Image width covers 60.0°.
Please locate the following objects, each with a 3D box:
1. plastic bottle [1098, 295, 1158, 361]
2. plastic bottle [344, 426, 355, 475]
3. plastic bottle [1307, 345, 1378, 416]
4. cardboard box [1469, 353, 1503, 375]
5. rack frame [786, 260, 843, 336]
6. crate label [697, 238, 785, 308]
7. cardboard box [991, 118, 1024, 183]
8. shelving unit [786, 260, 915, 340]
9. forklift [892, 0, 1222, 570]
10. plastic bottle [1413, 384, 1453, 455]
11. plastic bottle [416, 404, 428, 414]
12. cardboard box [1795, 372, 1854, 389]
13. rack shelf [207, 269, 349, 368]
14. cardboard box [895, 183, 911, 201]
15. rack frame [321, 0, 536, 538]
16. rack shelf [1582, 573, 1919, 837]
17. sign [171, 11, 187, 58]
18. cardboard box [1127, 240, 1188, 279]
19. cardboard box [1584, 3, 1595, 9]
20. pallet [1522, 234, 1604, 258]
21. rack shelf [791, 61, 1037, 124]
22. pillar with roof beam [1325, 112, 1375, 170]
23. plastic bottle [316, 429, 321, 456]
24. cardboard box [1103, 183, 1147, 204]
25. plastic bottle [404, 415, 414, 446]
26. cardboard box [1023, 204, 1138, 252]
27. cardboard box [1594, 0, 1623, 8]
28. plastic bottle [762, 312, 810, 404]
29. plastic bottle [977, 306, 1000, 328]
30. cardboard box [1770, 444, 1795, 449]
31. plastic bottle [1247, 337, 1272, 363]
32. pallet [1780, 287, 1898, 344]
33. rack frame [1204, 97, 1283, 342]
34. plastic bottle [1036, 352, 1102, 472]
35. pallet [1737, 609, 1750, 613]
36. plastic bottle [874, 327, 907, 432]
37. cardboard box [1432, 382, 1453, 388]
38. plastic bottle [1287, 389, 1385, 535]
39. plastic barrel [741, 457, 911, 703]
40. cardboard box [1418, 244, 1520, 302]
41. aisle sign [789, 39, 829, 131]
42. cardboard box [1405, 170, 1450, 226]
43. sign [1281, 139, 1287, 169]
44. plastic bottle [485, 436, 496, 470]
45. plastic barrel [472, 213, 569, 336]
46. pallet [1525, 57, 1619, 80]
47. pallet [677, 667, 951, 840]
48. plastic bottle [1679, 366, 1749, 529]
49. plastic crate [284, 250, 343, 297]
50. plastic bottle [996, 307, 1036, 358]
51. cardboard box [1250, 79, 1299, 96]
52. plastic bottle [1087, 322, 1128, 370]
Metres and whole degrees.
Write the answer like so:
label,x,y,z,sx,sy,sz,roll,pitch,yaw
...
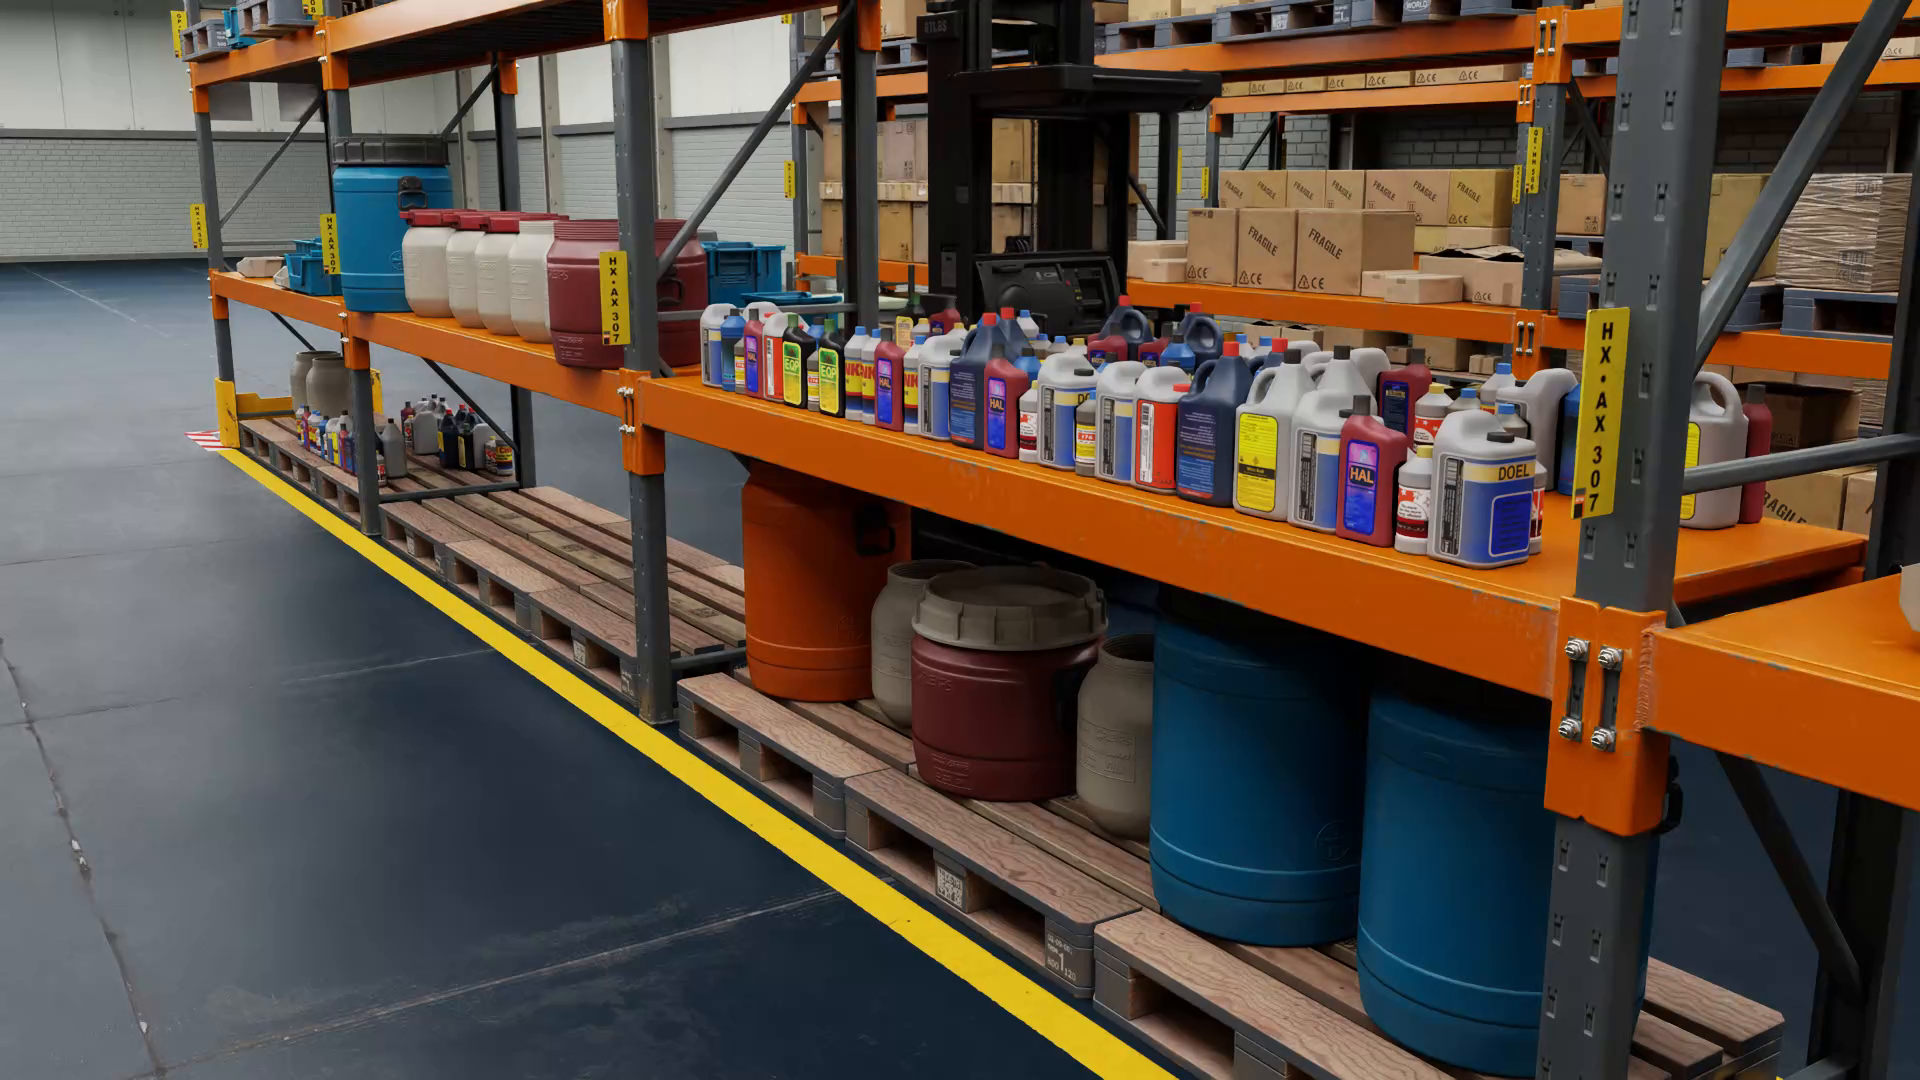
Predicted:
label,x,y,z,sx,sy,sz,roll,pitch,yaw
plastic bottle,0.506,-0.555,4.995,0.144,0.351,0.185,-8,15,-33
plastic bottle,-3.679,-0.584,10.182,0.144,0.351,0.185,-9,15,-36
plastic bottle,0.795,-0.244,3.570,0.144,0.351,0.185,-8,15,-33
cardboard box,4.950,-1.644,15.459,0.380,0.166,0.250,-11,16,-40
rack frame,-0.880,-0.958,10.232,0.400,1.500,0.023,-10,16,-38
crate label,-1.085,-1.063,7.120,0.502,0.435,0.616,-8,15,-33
cardboard box,0.618,-2.985,12.719,0.700,0.500,0.500,-8,15,-33
shelving unit,-0.652,-0.897,9.952,0.431,1.500,0.755,-10,16,-38
forklift,0.594,-1.286,8.380,1.130,2.935,3.031,-10,16,-38
plastic bottle,1.165,-0.280,4.085,0.097,0.201,0.097,0,12,0
plastic bottle,-3.616,-0.797,11.330,0.152,0.276,0.135,-9,15,-34
cardboard box,6.857,-1.231,12.791,0.700,0.500,0.500,-8,15,-33
rack shelf,-4.084,-1.553,11.126,1.077,0.370,4.000,-8,15,-33
cardboard box,-0.313,-2.887,13.791,0.380,0.149,0.250,-8,15,-33
rack frame,-2.976,-1.549,9.422,1.000,3.000,0.127,-8,15,-33
rack shelf,2.565,0.581,1.366,1.077,0.370,4.000,-8,15,-33
sign,-5.653,-3.665,12.060,0.100,0.325,0.005,-8,15,-33
cardboard box,1.459,-1.979,11.739,0.500,0.250,0.500,-7,14,-29
cardboard box,5.508,-4.334,13.920,0.500,0.500,0.500,-6,14,-25
pallet,5.574,-2.474,14.105,1.003,0.211,1.213,-8,15,-33
rack shelf,0.042,-3.604,13.483,1.077,0.370,4.000,-8,15,-33
pillar with roof beam,0.579,-5.832,14.965,9.100,9.000,0.400,-8,15,-33
plastic bottle,-4.147,-0.652,10.843,0.097,0.201,0.097,0,12,0
cardboard box,1.162,-2.571,12.344,0.380,0.149,0.250,-8,15,-33
plastic bottle,-3.709,-0.742,11.256,0.097,0.201,0.097,0,12,0
cardboard box,0.899,-2.261,12.447,0.700,0.500,0.500,-9,15,-34
cardboard box,3.636,-2.864,8.179,0.910,0.500,0.500,-8,15,-33
plastic bottle,-0.533,-0.579,5.279,0.152,0.276,0.135,-8,15,-33
plastic bottle,0.104,-0.655,5.635,0.097,0.271,0.097,0,12,0
cardboard box,4.079,-0.278,8.434,0.500,0.500,0.500,-7,14,-31
plastic bottle,0.834,-0.420,4.563,0.097,0.271,0.097,0,12,0
pallet,4.447,-0.984,7.289,1.003,0.211,1.213,-8,15,-33
rack frame,3.055,-3.433,18.037,1.000,3.000,0.127,-8,15,-33
plastic bottle,0.284,-0.317,4.080,0.152,0.276,0.135,-8,15,-33
pallet,3.748,0.077,8.517,1.003,0.211,1.213,-8,15,-33
plastic bottle,-0.187,-0.454,4.690,0.061,0.283,0.133,-8,15,-33
cardboard box,2.741,-0.870,10.460,0.500,0.311,0.500,-9,15,-34
plastic bottle,0.767,-0.162,3.372,0.152,0.276,0.135,-8,15,-33
plastic barrel,-0.475,0.103,5.967,0.600,0.830,0.708,-8,15,-33
cardboard box,3.032,-1.561,9.689,0.500,0.311,0.500,-8,15,-33
aisle sign,-1.358,-4.091,14.963,0.394,0.787,0.004,-8,15,-33
cardboard box,4.471,-3.160,15.338,0.500,0.500,0.500,-8,15,-33
sign,3.528,-4.215,18.164,0.100,0.325,0.005,-8,15,-33
plastic bottle,-2.900,-0.541,10.336,0.097,0.201,0.097,0,12,0
plastic barrel,-1.982,-1.211,7.562,0.433,0.535,0.433,0,12,0
pallet,5.525,-3.973,13.924,1.213,0.211,1.003,-8,15,-33
pallet,-0.288,0.660,5.848,1.003,0.211,1.213,-8,15,-33
plastic bottle,1.509,-0.210,3.416,0.144,0.351,0.185,-8,15,-33
plastic crate,-3.815,-1.641,10.191,0.499,0.251,0.616,-8,15,-33
plastic bottle,0.116,-0.464,4.579,0.144,0.351,0.185,-8,15,-33
cardboard box,3.300,-4.768,16.841,0.500,0.500,0.500,-7,14,-29
plastic bottle,0.435,-0.506,4.926,0.061,0.283,0.133,-8,15,-33
